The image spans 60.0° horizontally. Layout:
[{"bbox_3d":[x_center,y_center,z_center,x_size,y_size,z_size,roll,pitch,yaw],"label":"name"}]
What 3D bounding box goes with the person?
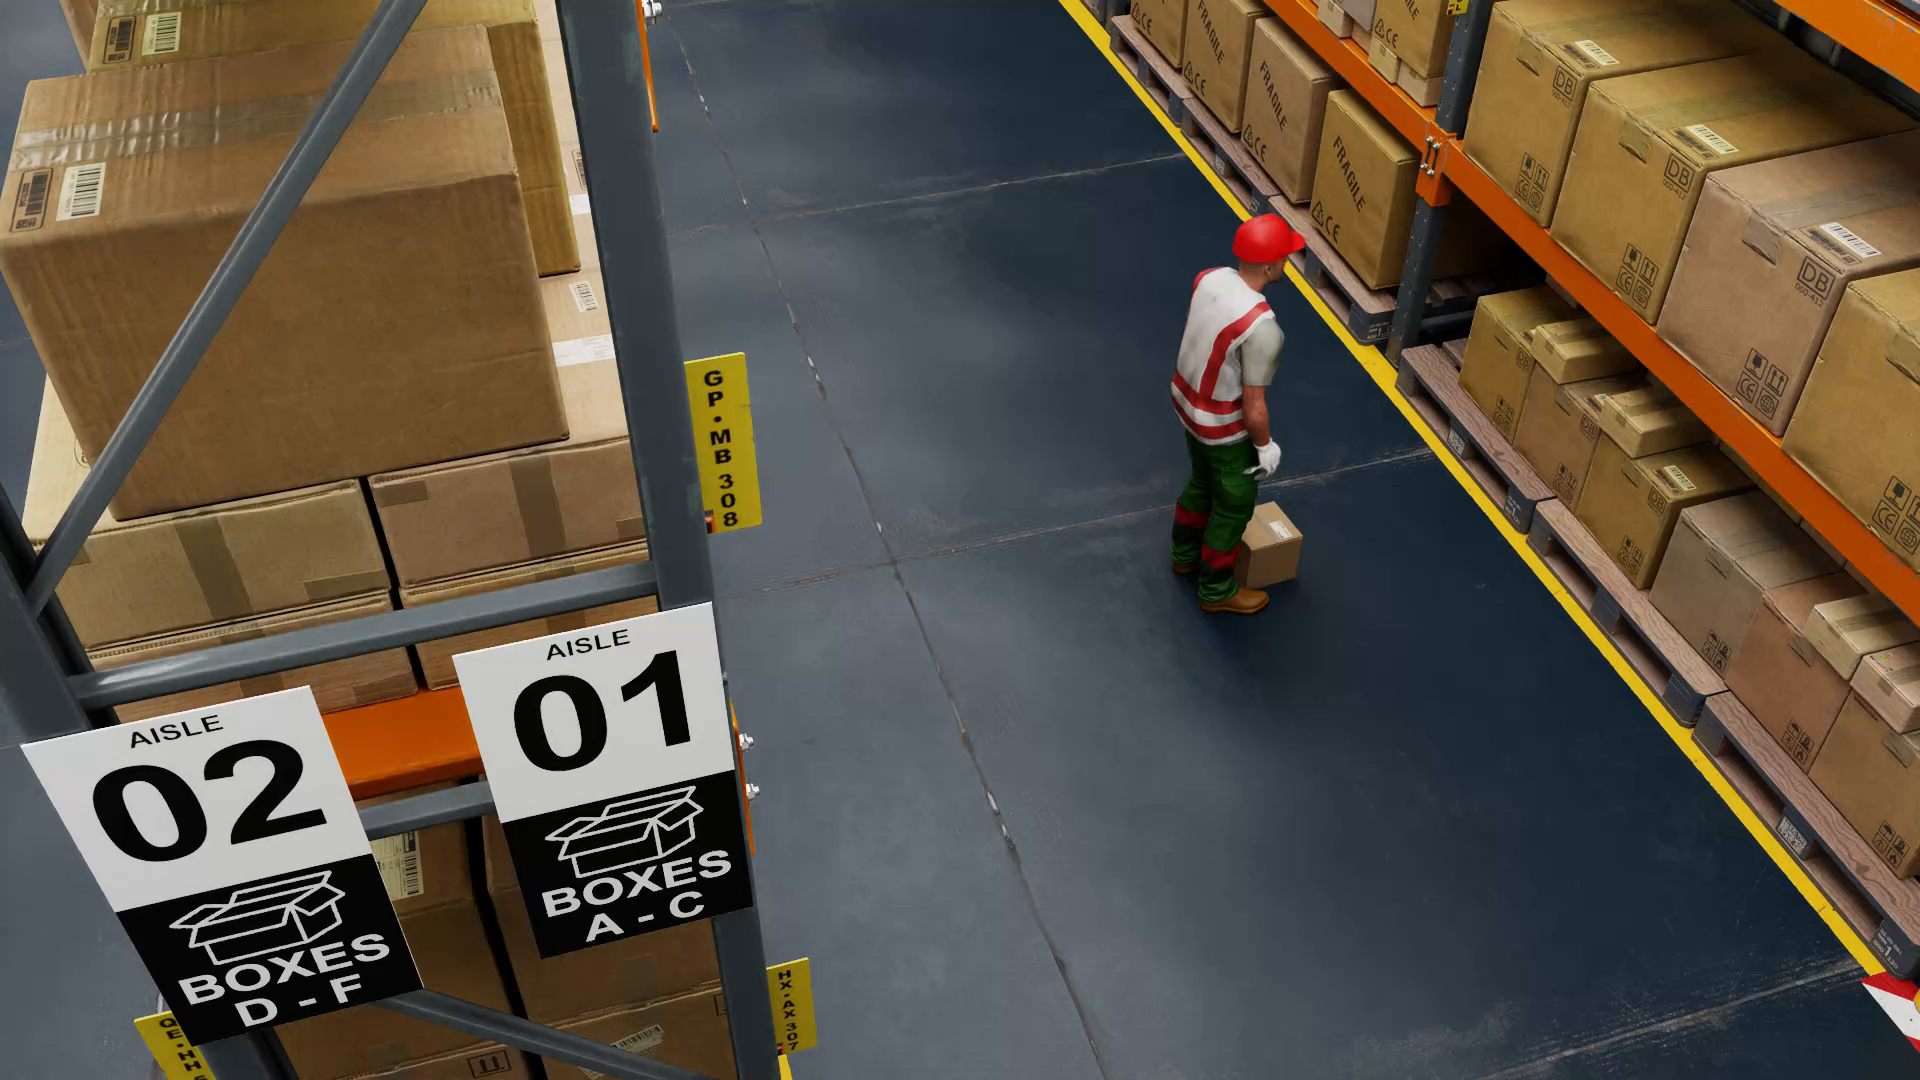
[{"bbox_3d":[1.089,-0.503,6.710,0.448,1.780,0.623,-13,44,-14],"label":"person"}]
